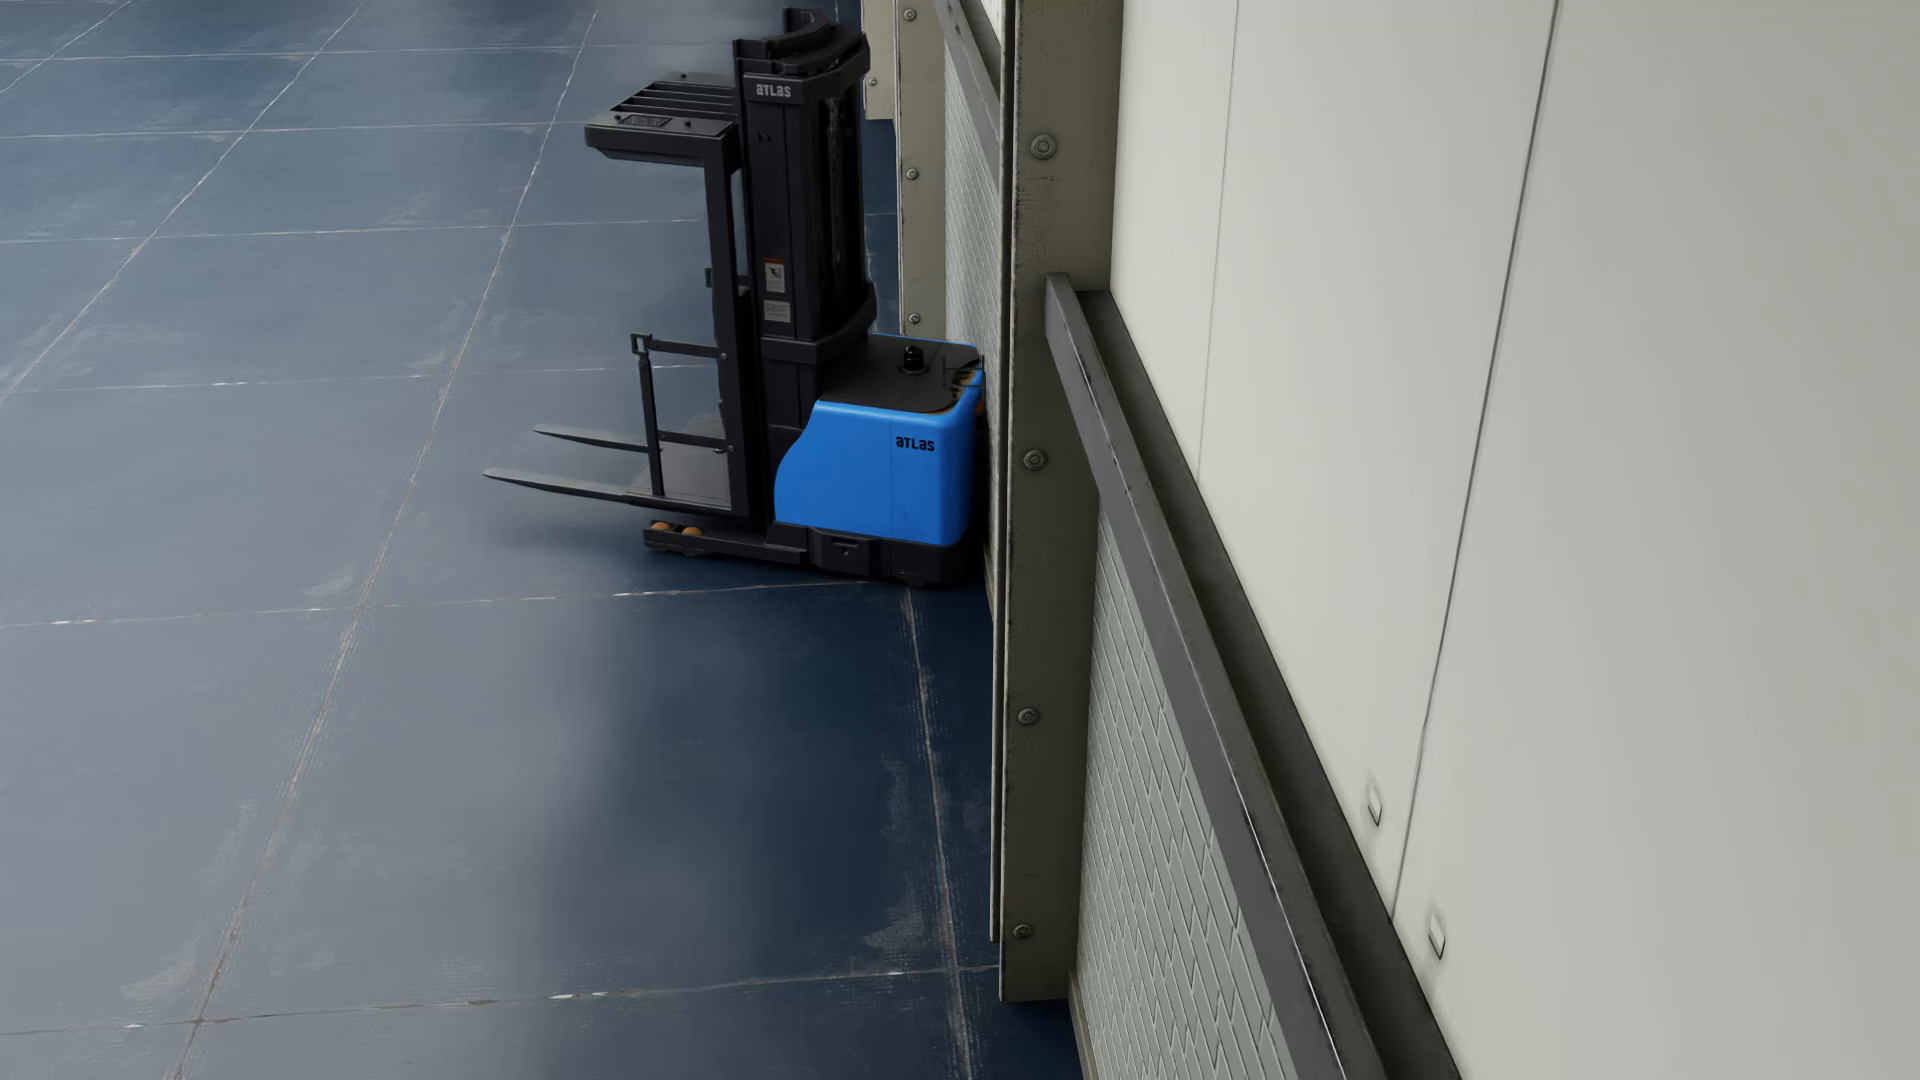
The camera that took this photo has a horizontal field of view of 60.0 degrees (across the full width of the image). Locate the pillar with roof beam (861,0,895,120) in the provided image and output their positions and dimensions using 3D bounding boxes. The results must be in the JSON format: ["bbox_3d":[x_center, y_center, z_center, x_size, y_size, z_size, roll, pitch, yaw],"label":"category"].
[{"bbox_3d":[-5.110,-8.042,14.438,9.100,9.000,0.400,-3,31,-5],"label":"pillar with roof beam"}]

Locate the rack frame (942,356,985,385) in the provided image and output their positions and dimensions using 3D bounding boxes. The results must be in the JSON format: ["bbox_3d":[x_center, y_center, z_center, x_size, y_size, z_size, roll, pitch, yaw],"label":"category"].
[{"bbox_3d":[0.023,-0.515,9.391,0.240,1.200,0.006,0,36,0],"label":"rack frame"}]

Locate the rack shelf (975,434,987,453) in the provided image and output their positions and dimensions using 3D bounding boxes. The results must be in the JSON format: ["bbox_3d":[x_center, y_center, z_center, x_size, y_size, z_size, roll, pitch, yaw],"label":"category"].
[{"bbox_3d":[0.024,-0.522,9.273,0.258,0.103,0.180,0,36,0],"label":"rack shelf"}]

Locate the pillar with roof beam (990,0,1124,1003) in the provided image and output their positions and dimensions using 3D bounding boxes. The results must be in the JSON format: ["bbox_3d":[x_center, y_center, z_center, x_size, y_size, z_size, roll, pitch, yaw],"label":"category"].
[{"bbox_3d":[-3.989,-1.915,4.181,9.100,9.000,0.400,-3,31,-5],"label":"pillar with roof beam"}]

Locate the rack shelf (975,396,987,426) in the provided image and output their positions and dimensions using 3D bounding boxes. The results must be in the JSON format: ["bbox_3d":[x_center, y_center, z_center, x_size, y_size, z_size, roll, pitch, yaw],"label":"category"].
[{"bbox_3d":[0.023,-0.717,9.132,0.258,0.103,0.180,0,36,0],"label":"rack shelf"}]

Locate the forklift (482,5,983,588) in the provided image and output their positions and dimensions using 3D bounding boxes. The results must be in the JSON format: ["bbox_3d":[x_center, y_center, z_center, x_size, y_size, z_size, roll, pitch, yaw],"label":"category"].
[{"bbox_3d":[-1.326,-1.413,9.257,3.031,2.935,1.130,8,32,14],"label":"forklift"}]

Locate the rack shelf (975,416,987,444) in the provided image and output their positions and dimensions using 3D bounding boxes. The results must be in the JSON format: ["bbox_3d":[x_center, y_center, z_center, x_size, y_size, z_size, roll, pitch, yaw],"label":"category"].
[{"bbox_3d":[0.024,-0.620,9.203,0.258,0.103,0.180,0,36,0],"label":"rack shelf"}]

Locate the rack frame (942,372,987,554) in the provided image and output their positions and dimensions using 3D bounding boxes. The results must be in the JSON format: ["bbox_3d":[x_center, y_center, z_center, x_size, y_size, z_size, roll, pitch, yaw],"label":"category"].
[{"bbox_3d":[0.025,-0.407,9.243,0.240,1.200,0.006,0,36,0],"label":"rack frame"}]

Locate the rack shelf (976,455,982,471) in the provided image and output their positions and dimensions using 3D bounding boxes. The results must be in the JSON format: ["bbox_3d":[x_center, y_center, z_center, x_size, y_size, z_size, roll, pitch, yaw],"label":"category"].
[{"bbox_3d":[0.024,-0.425,9.343,0.258,0.103,0.180,0,36,0],"label":"rack shelf"}]

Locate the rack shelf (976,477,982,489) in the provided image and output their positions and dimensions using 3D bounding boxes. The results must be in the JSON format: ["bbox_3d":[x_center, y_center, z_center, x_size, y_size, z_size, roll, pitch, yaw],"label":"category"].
[{"bbox_3d":[0.024,-0.328,9.413,0.258,0.103,0.180,0,36,0],"label":"rack shelf"}]

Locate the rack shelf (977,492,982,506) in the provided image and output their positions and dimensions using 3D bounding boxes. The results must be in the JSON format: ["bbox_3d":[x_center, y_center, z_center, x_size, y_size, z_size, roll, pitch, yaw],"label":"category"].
[{"bbox_3d":[0.025,-0.230,9.484,0.258,0.103,0.180,0,36,0],"label":"rack shelf"}]

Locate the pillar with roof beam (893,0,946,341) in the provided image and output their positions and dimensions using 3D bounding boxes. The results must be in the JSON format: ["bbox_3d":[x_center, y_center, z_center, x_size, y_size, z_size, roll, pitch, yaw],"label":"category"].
[{"bbox_3d":[-4.549,-4.978,9.309,9.100,9.000,0.400,-3,31,-5],"label":"pillar with roof beam"}]

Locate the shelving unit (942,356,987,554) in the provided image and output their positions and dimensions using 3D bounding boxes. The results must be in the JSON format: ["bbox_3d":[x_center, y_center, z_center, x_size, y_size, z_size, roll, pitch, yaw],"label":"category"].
[{"bbox_3d":[0.024,-0.461,9.317,0.258,1.200,0.189,0,36,0],"label":"shelving unit"}]
